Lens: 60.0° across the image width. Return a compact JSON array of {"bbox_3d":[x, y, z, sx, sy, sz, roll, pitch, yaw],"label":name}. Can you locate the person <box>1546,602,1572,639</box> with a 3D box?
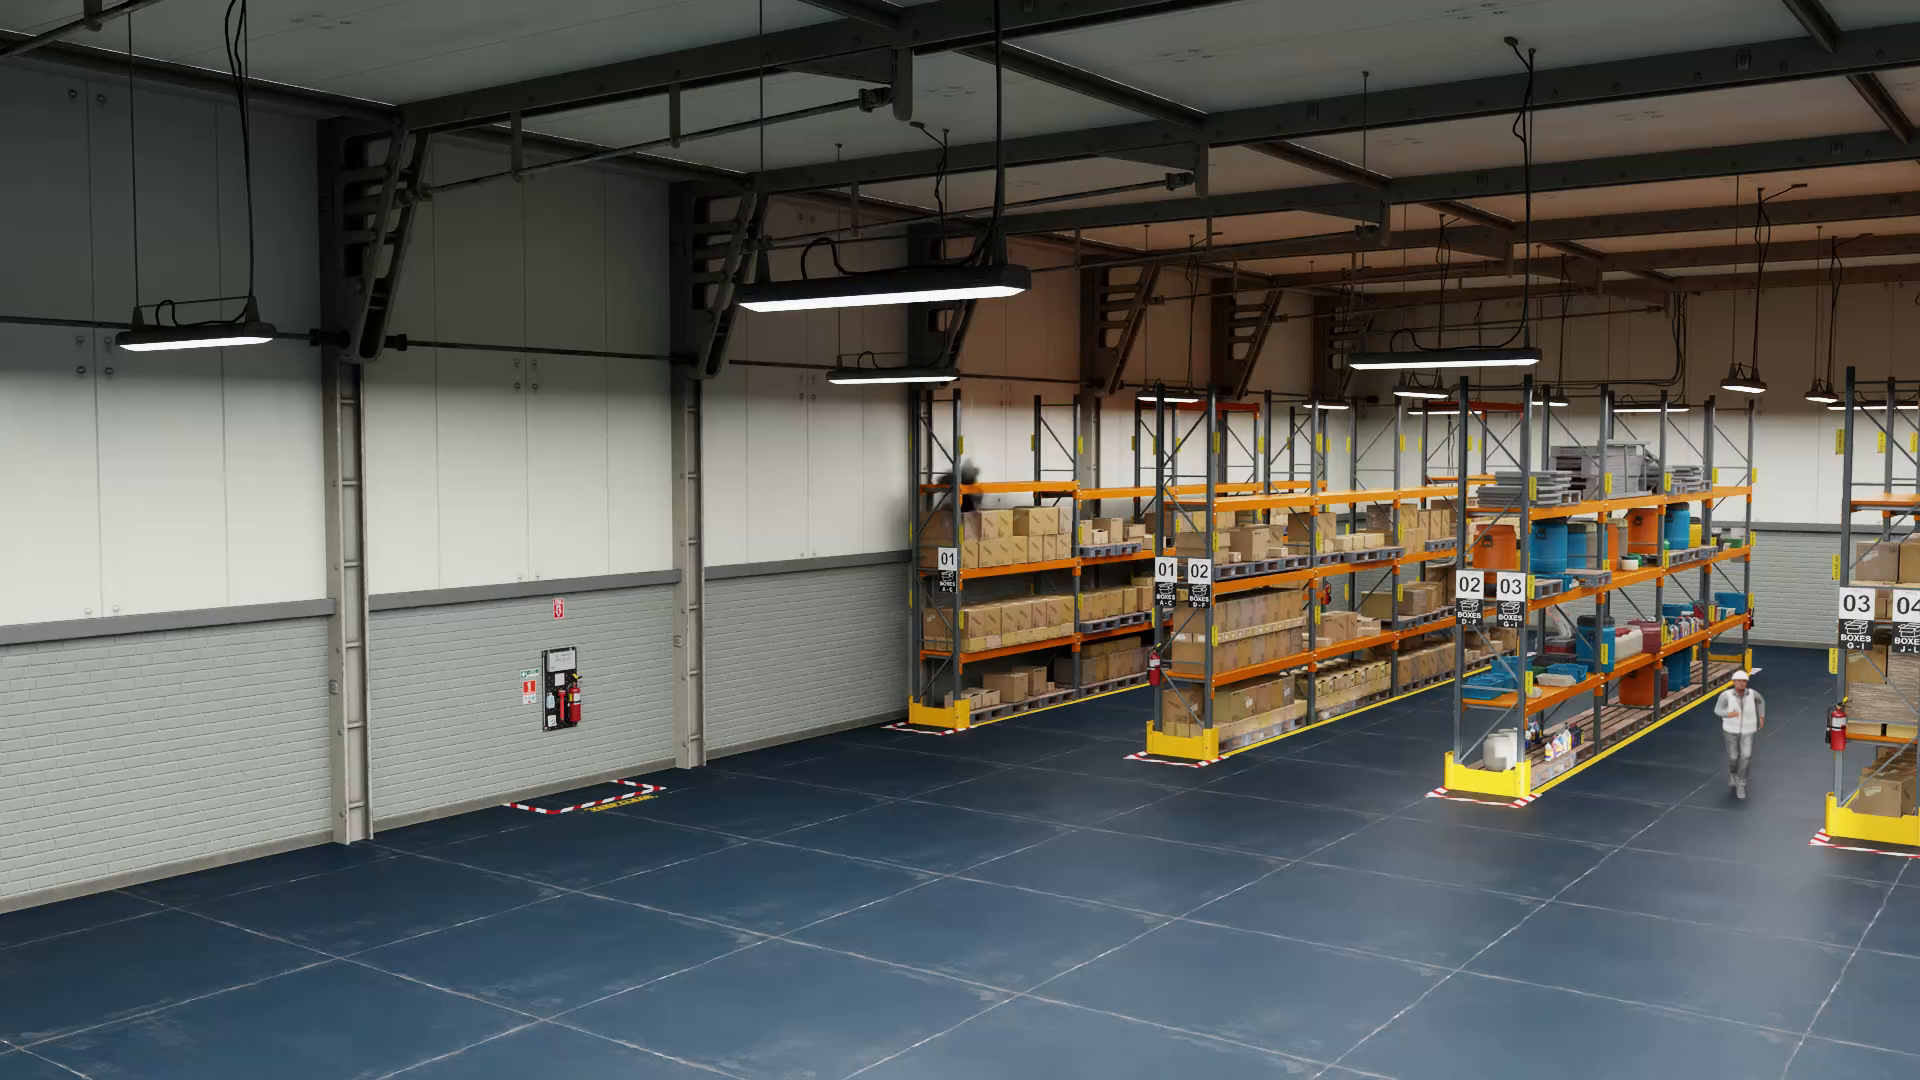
[{"bbox_3d":[14.299,1.953,39.682,0.567,1.597,0.541,-2,4,-25],"label":"person"}]

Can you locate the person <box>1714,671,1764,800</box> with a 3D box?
[{"bbox_3d":[11.181,2.765,23.875,0.678,1.820,0.898,1,3,19],"label":"person"}]
